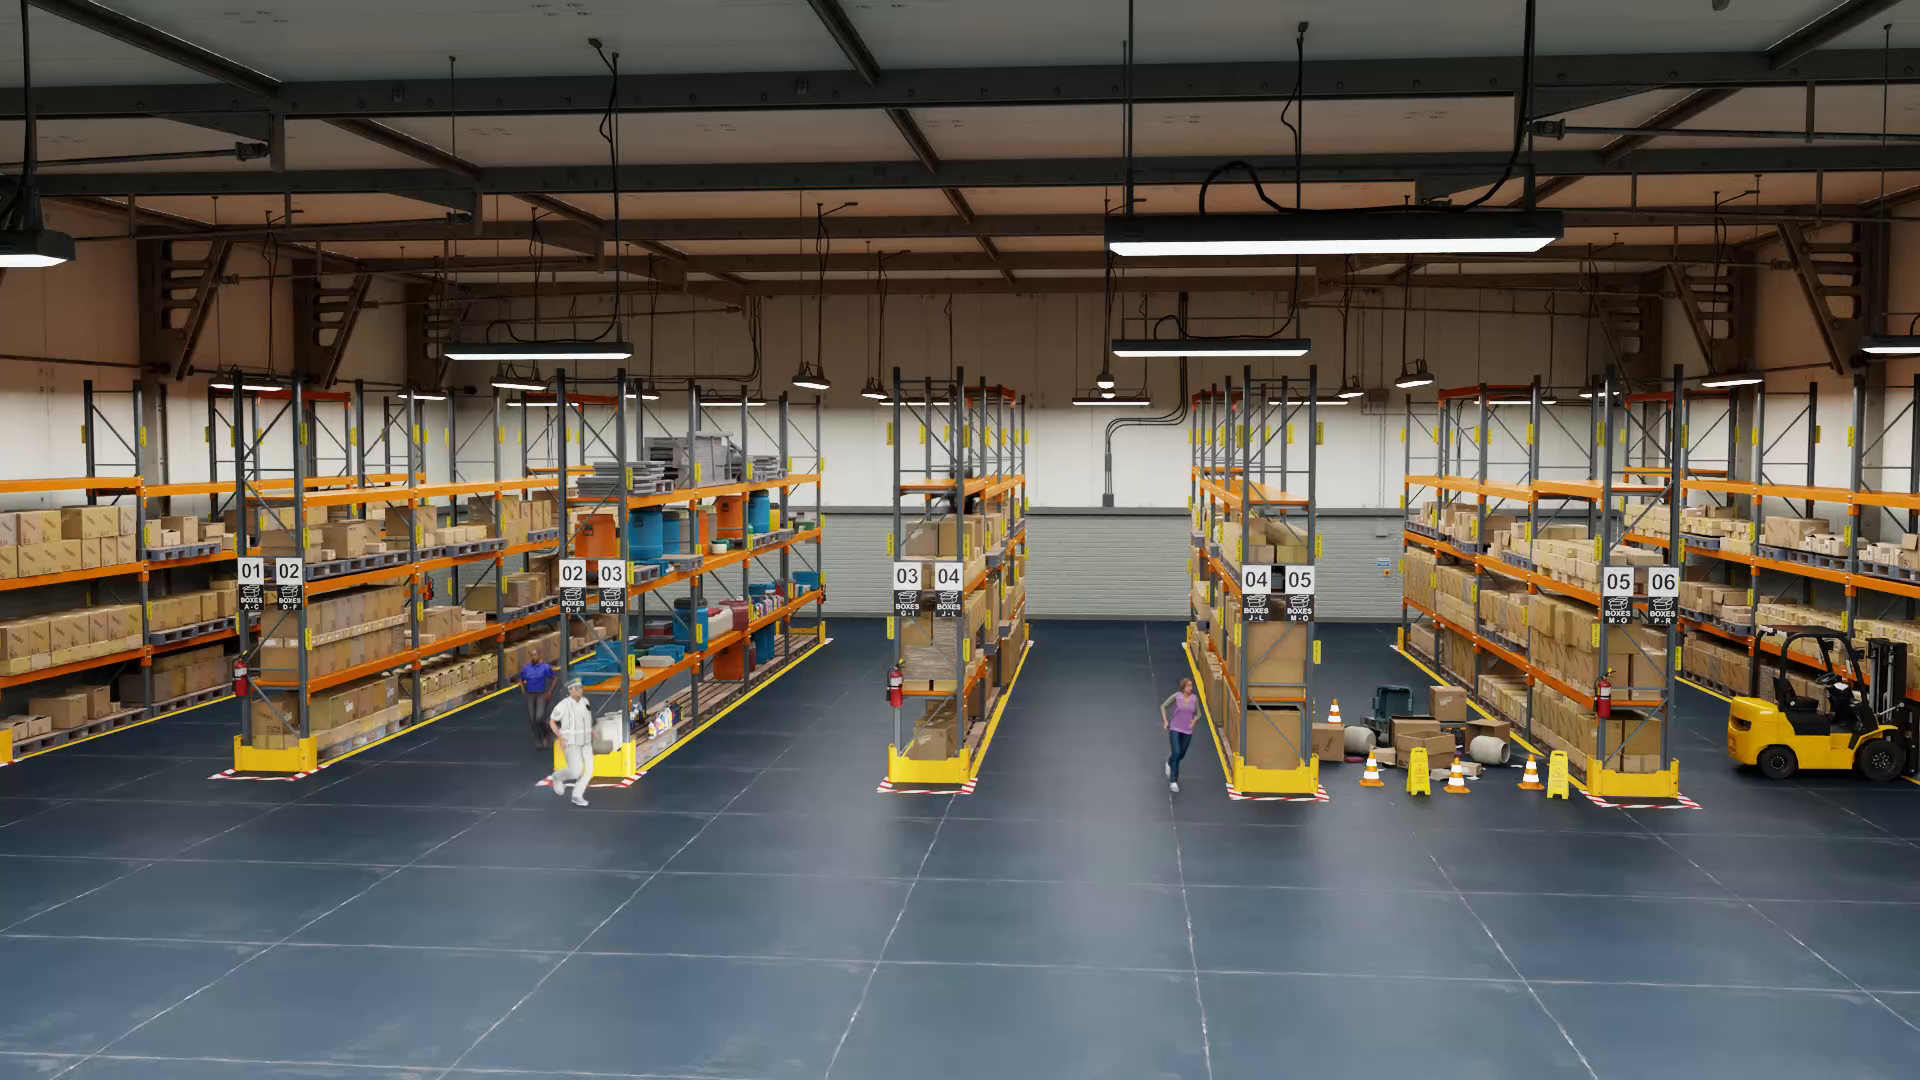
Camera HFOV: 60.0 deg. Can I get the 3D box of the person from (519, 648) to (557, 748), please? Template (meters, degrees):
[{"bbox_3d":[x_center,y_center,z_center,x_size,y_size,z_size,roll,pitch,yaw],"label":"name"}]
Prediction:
[{"bbox_3d":[-6.772,2.538,26.537,0.576,1.617,0.573,0,4,5],"label":"person"}]

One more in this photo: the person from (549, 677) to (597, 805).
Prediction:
[{"bbox_3d":[-5.257,2.736,22.692,0.605,1.744,0.675,3,5,40],"label":"person"}]

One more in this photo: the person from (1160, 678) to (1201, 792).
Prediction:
[{"bbox_3d":[3.165,2.753,23.826,0.576,1.583,0.777,-1,4,-8],"label":"person"}]
